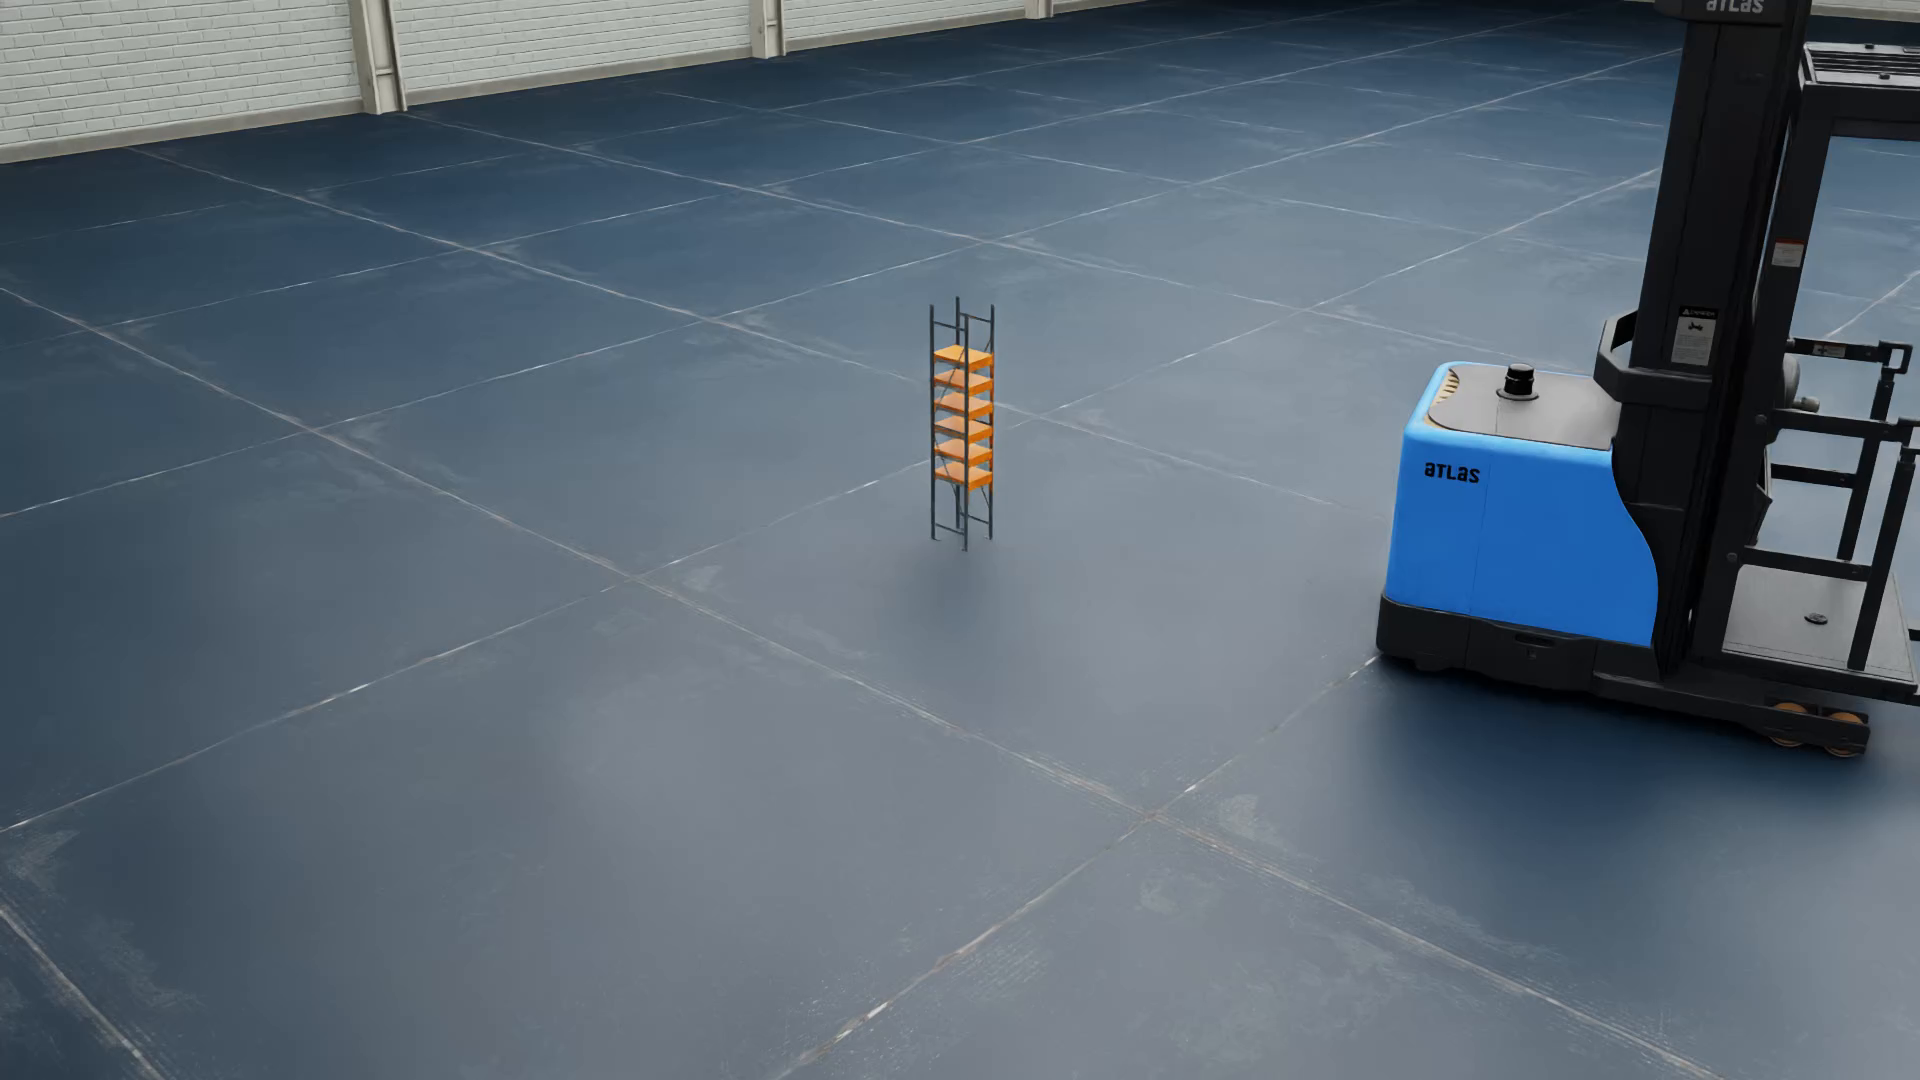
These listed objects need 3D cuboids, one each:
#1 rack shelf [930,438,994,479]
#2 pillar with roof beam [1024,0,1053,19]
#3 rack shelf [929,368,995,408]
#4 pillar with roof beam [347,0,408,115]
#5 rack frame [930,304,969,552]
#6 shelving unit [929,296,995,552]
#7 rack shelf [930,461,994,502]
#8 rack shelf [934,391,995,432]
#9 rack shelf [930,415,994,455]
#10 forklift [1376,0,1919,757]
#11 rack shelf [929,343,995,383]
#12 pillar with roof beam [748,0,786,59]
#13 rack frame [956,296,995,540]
[{"bbox_3d":[0.010,-0.402,8.082,0.258,0.103,0.180,20,31,38],"label":"rack shelf"},{"bbox_3d":[4.506,-11.595,23.112,9.100,9.000,0.400,20,31,38],"label":"pillar with roof beam"},{"bbox_3d":[0.010,-0.730,7.934,0.258,0.103,0.180,20,31,38],"label":"rack shelf"},{"bbox_3d":[-3.503,-7.939,14.958,9.100,9.000,0.400,20,31,38],"label":"pillar with roof beam"},{"bbox_3d":[-0.051,-0.524,7.952,0.240,1.200,0.006,20,31,38],"label":"rack frame"},{"bbox_3d":[0.010,-0.552,8.014,0.258,1.200,0.189,20,31,38],"label":"shelving unit"},{"bbox_3d":[0.010,-0.292,8.131,0.258,0.103,0.180,20,31,38],"label":"rack shelf"},{"bbox_3d":[0.010,-0.621,7.983,0.258,0.103,0.180,20,31,38],"label":"rack shelf"},{"bbox_3d":[0.010,-0.511,8.033,0.258,0.103,0.180,20,31,38],"label":"rack shelf"},{"bbox_3d":[3.336,-0.751,6.343,3.031,2.935,1.130,10,26,21],"label":"forklift"},{"bbox_3d":[0.010,-0.840,7.885,0.258,0.103,0.180,20,31,38],"label":"rack shelf"},{"bbox_3d":[0.502,-9.767,19.035,9.100,9.000,0.400,20,31,38],"label":"pillar with roof beam"},{"bbox_3d":[0.071,-0.580,8.077,0.240,1.200,0.006,20,31,38],"label":"rack frame"}]
